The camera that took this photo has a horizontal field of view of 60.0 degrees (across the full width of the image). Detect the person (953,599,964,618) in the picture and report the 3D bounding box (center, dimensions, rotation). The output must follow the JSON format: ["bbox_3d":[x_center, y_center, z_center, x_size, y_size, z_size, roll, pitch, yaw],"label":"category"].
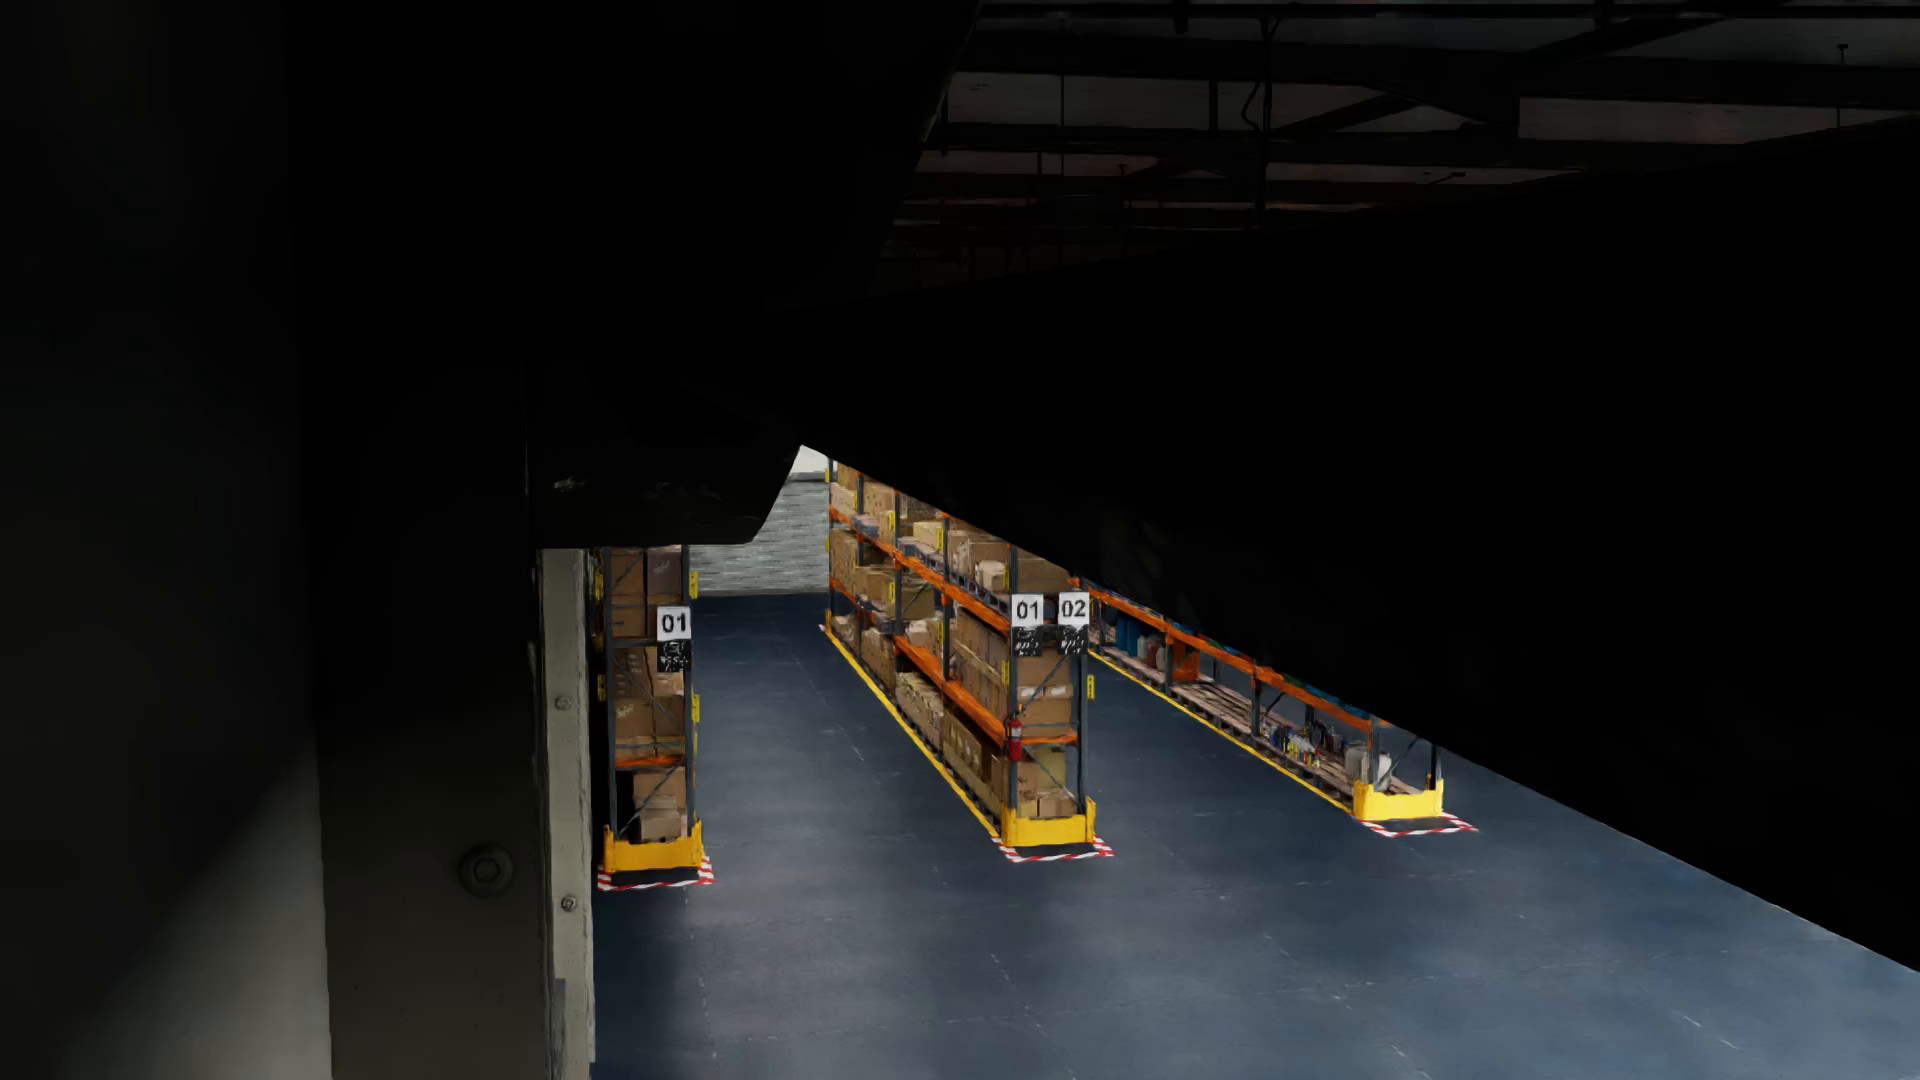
[{"bbox_3d":[0.093,1.379,34.935,0.495,1.589,1.086,-1,7,-11],"label":"person"}]
